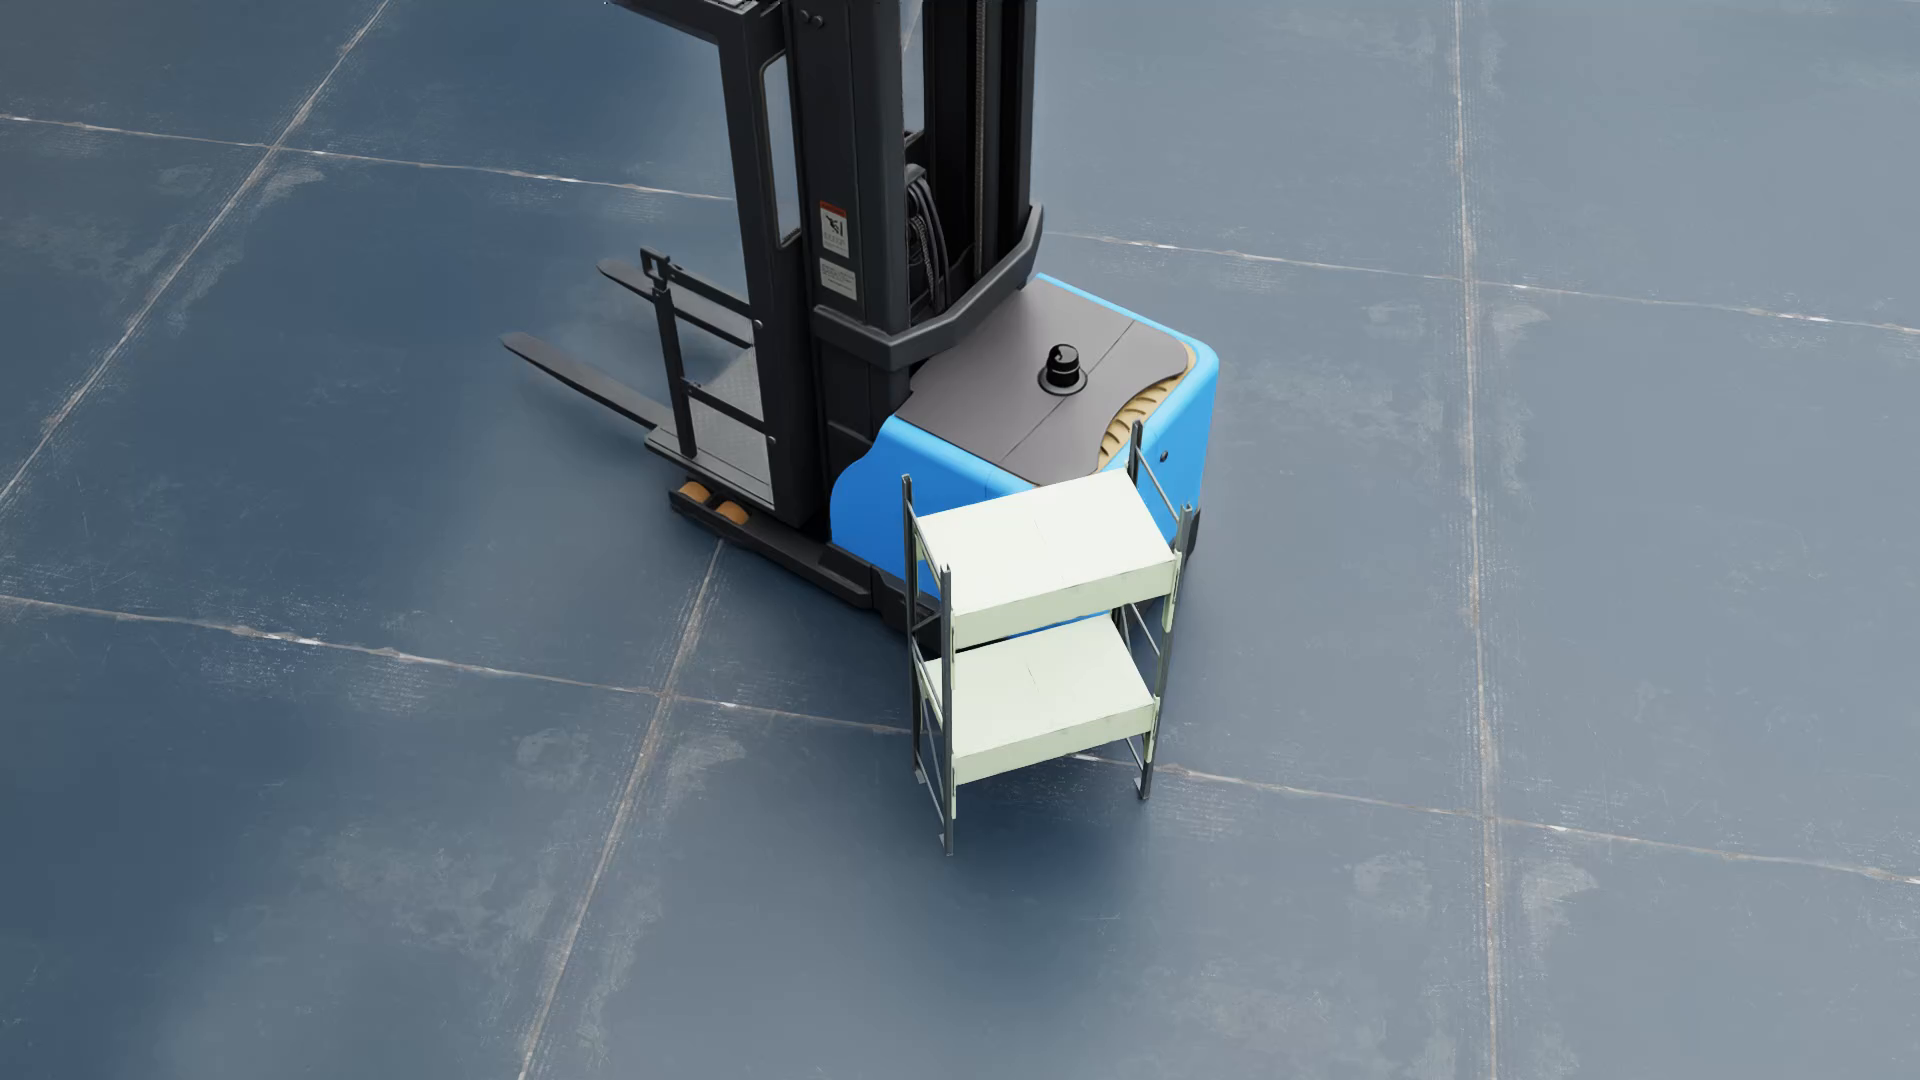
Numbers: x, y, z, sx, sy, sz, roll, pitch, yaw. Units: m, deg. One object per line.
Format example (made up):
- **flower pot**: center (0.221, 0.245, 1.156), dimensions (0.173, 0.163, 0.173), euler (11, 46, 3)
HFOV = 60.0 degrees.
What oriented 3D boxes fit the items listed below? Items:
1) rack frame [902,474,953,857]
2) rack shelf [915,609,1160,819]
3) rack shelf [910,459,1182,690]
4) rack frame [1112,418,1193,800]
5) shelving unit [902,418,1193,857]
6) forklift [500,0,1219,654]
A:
- **rack frame**: center (-0.098, 0.450, 5.310), dimensions (0.023, 1.500, 0.400), euler (-14, 50, -12)
- **rack shelf**: center (0.249, 0.581, 5.630), dimensions (0.720, 0.370, 0.431), euler (-14, 50, -12)
- **rack shelf**: center (0.249, 0.102, 5.097), dimensions (0.720, 0.370, 0.431), euler (-14, 50, -12)
- **rack frame**: center (0.596, 0.276, 5.465), dimensions (0.023, 1.500, 0.400), euler (-14, 50, -12)
- **shelving unit**: center (0.249, 0.363, 5.388), dimensions (0.755, 1.500, 0.431), euler (-14, 50, -12)
- **forklift**: center (-0.565, -1.267, 5.890), dimensions (3.031, 2.935, 1.130), euler (27, 54, 22)
